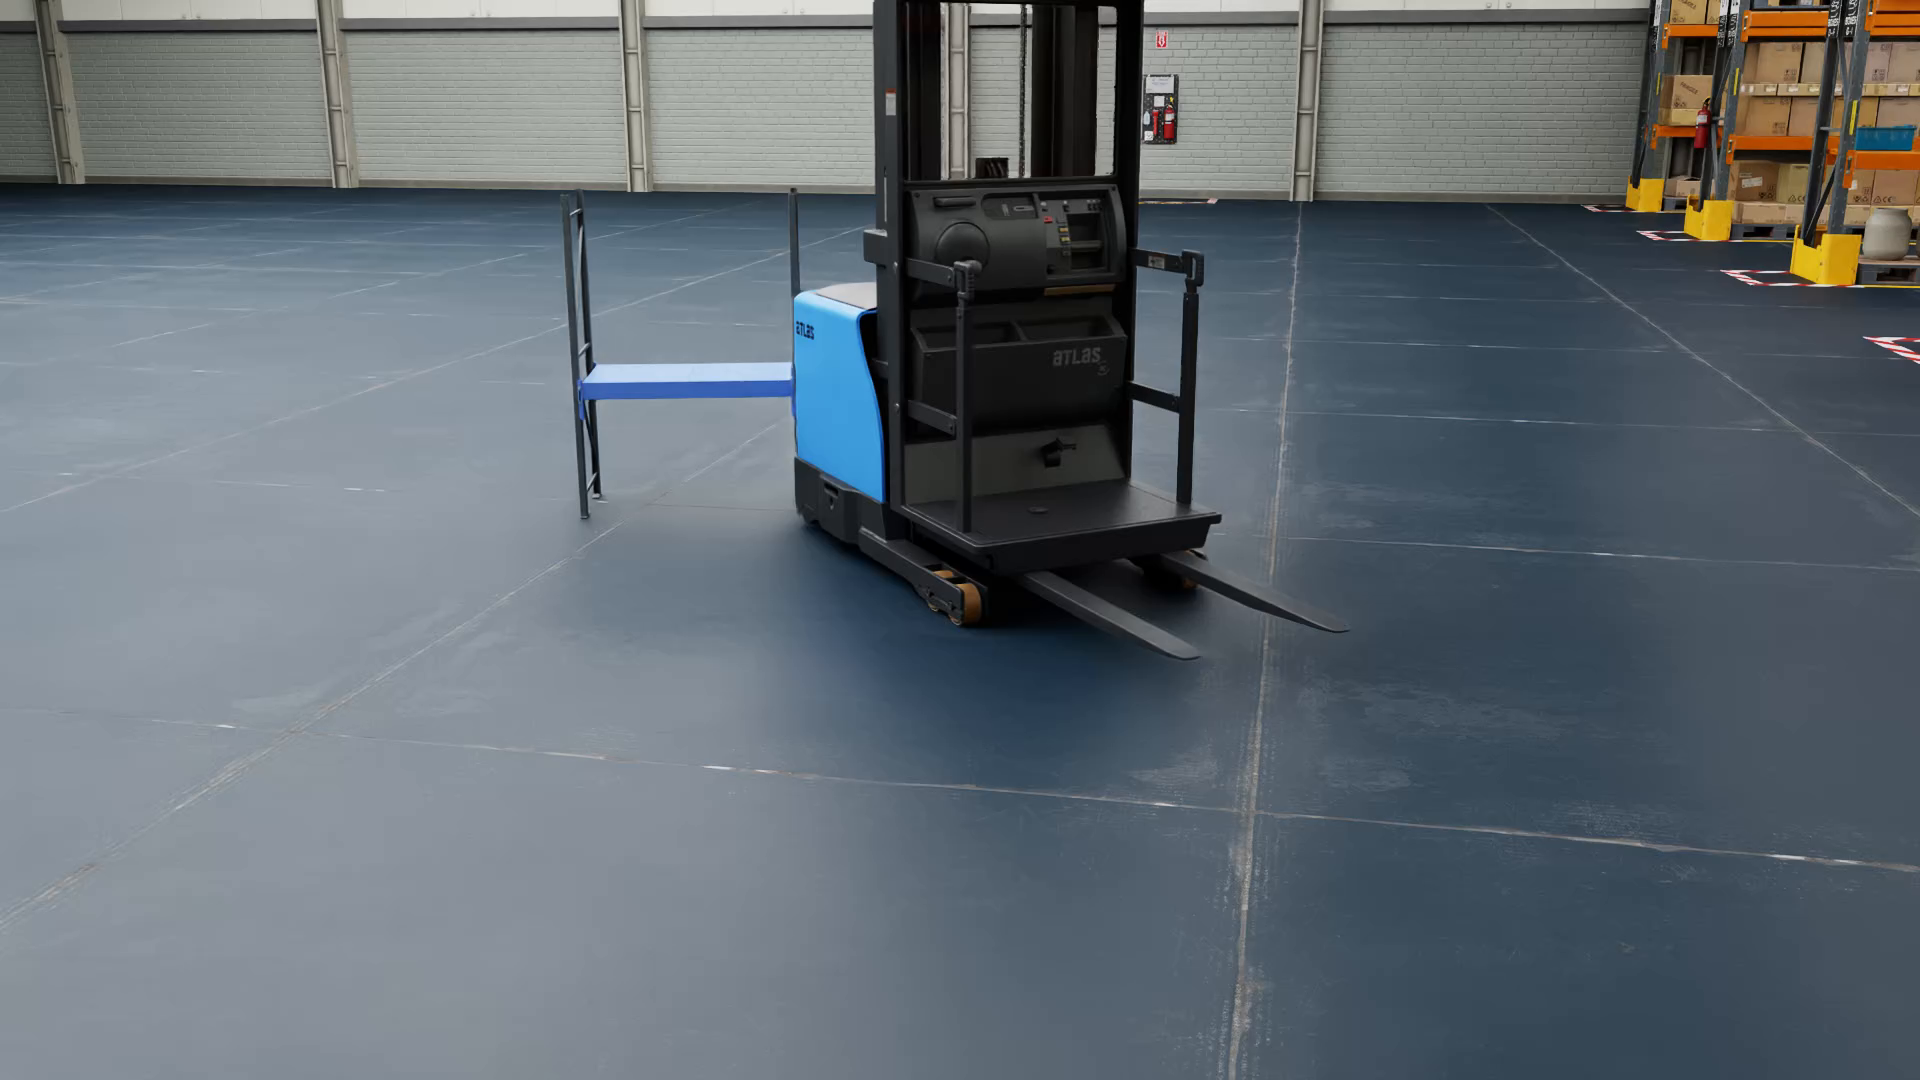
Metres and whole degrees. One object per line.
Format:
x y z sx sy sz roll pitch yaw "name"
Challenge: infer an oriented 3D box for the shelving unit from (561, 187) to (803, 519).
-1.288 -0.900 7.931 1.048 1.500 0.538 -1 16 -4 "shelving unit"

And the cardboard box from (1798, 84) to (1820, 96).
10.730 -5.716 21.105 0.250 0.149 0.380 3 16 11 "cardboard box"

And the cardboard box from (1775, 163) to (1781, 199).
12.797 -5.620 26.019 0.500 0.500 0.700 2 16 8 "cardboard box"

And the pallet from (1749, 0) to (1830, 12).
10.573 -6.818 21.032 1.213 0.211 1.003 3 16 11 "pallet"

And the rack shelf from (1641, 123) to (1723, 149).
12.829 -6.302 25.972 4.000 0.370 1.077 3 16 11 "rack shelf"

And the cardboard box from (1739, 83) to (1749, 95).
10.298 -5.849 21.588 0.250 0.149 0.380 3 16 10 "cardboard box"

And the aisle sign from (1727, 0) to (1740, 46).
9.760 -6.635 20.957 0.004 0.787 0.394 3 16 11 "aisle sign"

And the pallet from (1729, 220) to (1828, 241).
10.643 -4.086 21.846 1.213 0.211 1.003 3 16 11 "pallet"

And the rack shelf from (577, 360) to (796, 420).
-1.288 -0.727 7.979 1.000 0.185 0.538 -1 16 -4 "rack shelf"

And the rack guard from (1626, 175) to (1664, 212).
10.943 -5.547 26.579 0.348 0.500 1.175 3 16 11 "rack guard"

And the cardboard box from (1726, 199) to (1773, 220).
10.470 -4.385 22.068 0.500 0.250 0.500 3 16 11 "cardboard box"

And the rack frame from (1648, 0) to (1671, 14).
10.869 -9.646 25.459 0.127 3.000 1.000 3 16 11 "rack frame"

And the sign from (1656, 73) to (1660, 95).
10.761 -7.030 25.632 0.005 0.325 0.100 3 16 11 "sign"

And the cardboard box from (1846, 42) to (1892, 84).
11.403 -6.048 21.091 0.500 0.500 0.700 3 16 11 "cardboard box"

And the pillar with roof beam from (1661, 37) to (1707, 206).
10.869 -8.709 22.076 0.400 9.000 9.100 3 16 11 "pillar with roof beam"

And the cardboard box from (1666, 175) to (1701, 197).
11.529 -5.611 26.342 0.500 0.311 0.500 1 16 5 "cardboard box"

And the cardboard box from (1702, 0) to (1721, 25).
11.666 -8.138 25.406 0.500 0.500 0.500 4 16 15 "cardboard box"

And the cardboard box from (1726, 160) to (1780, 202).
10.470 -4.747 21.970 0.500 0.500 0.500 3 16 11 "cardboard box"

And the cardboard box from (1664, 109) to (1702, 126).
11.284 -6.584 25.884 0.500 0.250 0.500 3 16 9 "cardboard box"

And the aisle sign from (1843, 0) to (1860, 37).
8.766 -5.344 16.294 0.004 0.787 0.394 3 16 11 "aisle sign"

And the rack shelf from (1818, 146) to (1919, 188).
10.855 -3.711 16.616 4.000 0.370 1.077 3 16 11 "rack shelf"

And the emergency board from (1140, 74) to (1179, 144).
3.434 -7.405 28.605 0.643 1.169 0.194 3 16 11 "emergency board"

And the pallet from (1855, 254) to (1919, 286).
9.774 -2.783 17.145 1.213 0.211 1.003 3 16 11 "pallet"

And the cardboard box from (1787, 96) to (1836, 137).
10.856 -5.453 21.370 0.500 0.500 0.700 4 16 13 "cardboard box"

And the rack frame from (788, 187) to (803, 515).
-0.781 -0.911 7.970 0.032 1.500 0.500 -1 16 -4 "rack frame"

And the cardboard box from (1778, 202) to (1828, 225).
10.857 -4.224 21.486 0.500 0.250 0.500 3 16 11 "cardboard box"

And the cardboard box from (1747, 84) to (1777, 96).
10.227 -5.743 21.202 0.250 0.149 0.380 3 16 11 "cardboard box"

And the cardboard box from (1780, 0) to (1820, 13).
12.705 -8.088 25.228 0.500 0.500 0.500 4 16 15 "cardboard box"

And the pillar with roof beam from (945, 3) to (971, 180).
-0.890 -9.348 24.380 0.400 9.000 9.100 3 16 11 "pillar with roof beam"

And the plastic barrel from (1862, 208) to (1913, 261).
9.555 -3.152 17.126 0.421 0.512 0.421 0 15 0 "plastic barrel"

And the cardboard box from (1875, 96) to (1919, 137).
11.858 -5.398 21.171 0.500 0.500 0.700 4 16 13 "cardboard box"

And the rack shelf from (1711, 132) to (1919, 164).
11.845 -5.006 21.293 4.000 0.370 1.077 3 16 11 "rack shelf"

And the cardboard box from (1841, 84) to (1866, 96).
11.239 -5.688 21.006 0.250 0.149 0.380 3 16 9 "cardboard box"

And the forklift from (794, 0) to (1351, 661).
0.338 -1.220 6.405 1.130 2.935 3.031 -8 17 -25 "forklift"

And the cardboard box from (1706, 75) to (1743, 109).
11.759 -6.921 25.697 0.500 0.500 0.500 3 16 11 "cardboard box"

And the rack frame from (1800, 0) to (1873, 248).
8.895 -4.164 16.904 0.127 3.000 1.000 3 16 11 "rack frame"

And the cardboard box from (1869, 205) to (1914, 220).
11.836 -4.170 21.289 0.500 0.250 0.500 3 16 11 "cardboard box"

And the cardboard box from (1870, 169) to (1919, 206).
11.836 -4.531 21.188 0.500 0.500 0.500 3 16 11 "cardboard box"

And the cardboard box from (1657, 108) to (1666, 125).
11.366 -6.718 26.371 0.500 0.250 0.500 3 16 12 "cardboard box"

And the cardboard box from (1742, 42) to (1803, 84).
10.392 -6.102 21.283 0.500 0.500 0.700 3 16 11 "cardboard box"

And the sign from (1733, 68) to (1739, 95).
9.769 -5.770 20.932 0.005 0.325 0.100 3 16 11 "sign"

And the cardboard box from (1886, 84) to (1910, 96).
11.733 -5.661 20.906 0.250 0.149 0.380 3 16 12 "cardboard box"

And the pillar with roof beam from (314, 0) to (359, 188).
-12.649 -9.986 26.685 0.400 9.000 9.100 3 16 11 "pillar with roof beam"

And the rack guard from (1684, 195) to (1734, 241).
9.862 -4.256 21.919 0.348 0.500 1.175 3 16 11 "rack guard"

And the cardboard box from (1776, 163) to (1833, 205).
10.857 -4.585 21.385 0.500 0.500 0.500 3 16 11 "cardboard box"
